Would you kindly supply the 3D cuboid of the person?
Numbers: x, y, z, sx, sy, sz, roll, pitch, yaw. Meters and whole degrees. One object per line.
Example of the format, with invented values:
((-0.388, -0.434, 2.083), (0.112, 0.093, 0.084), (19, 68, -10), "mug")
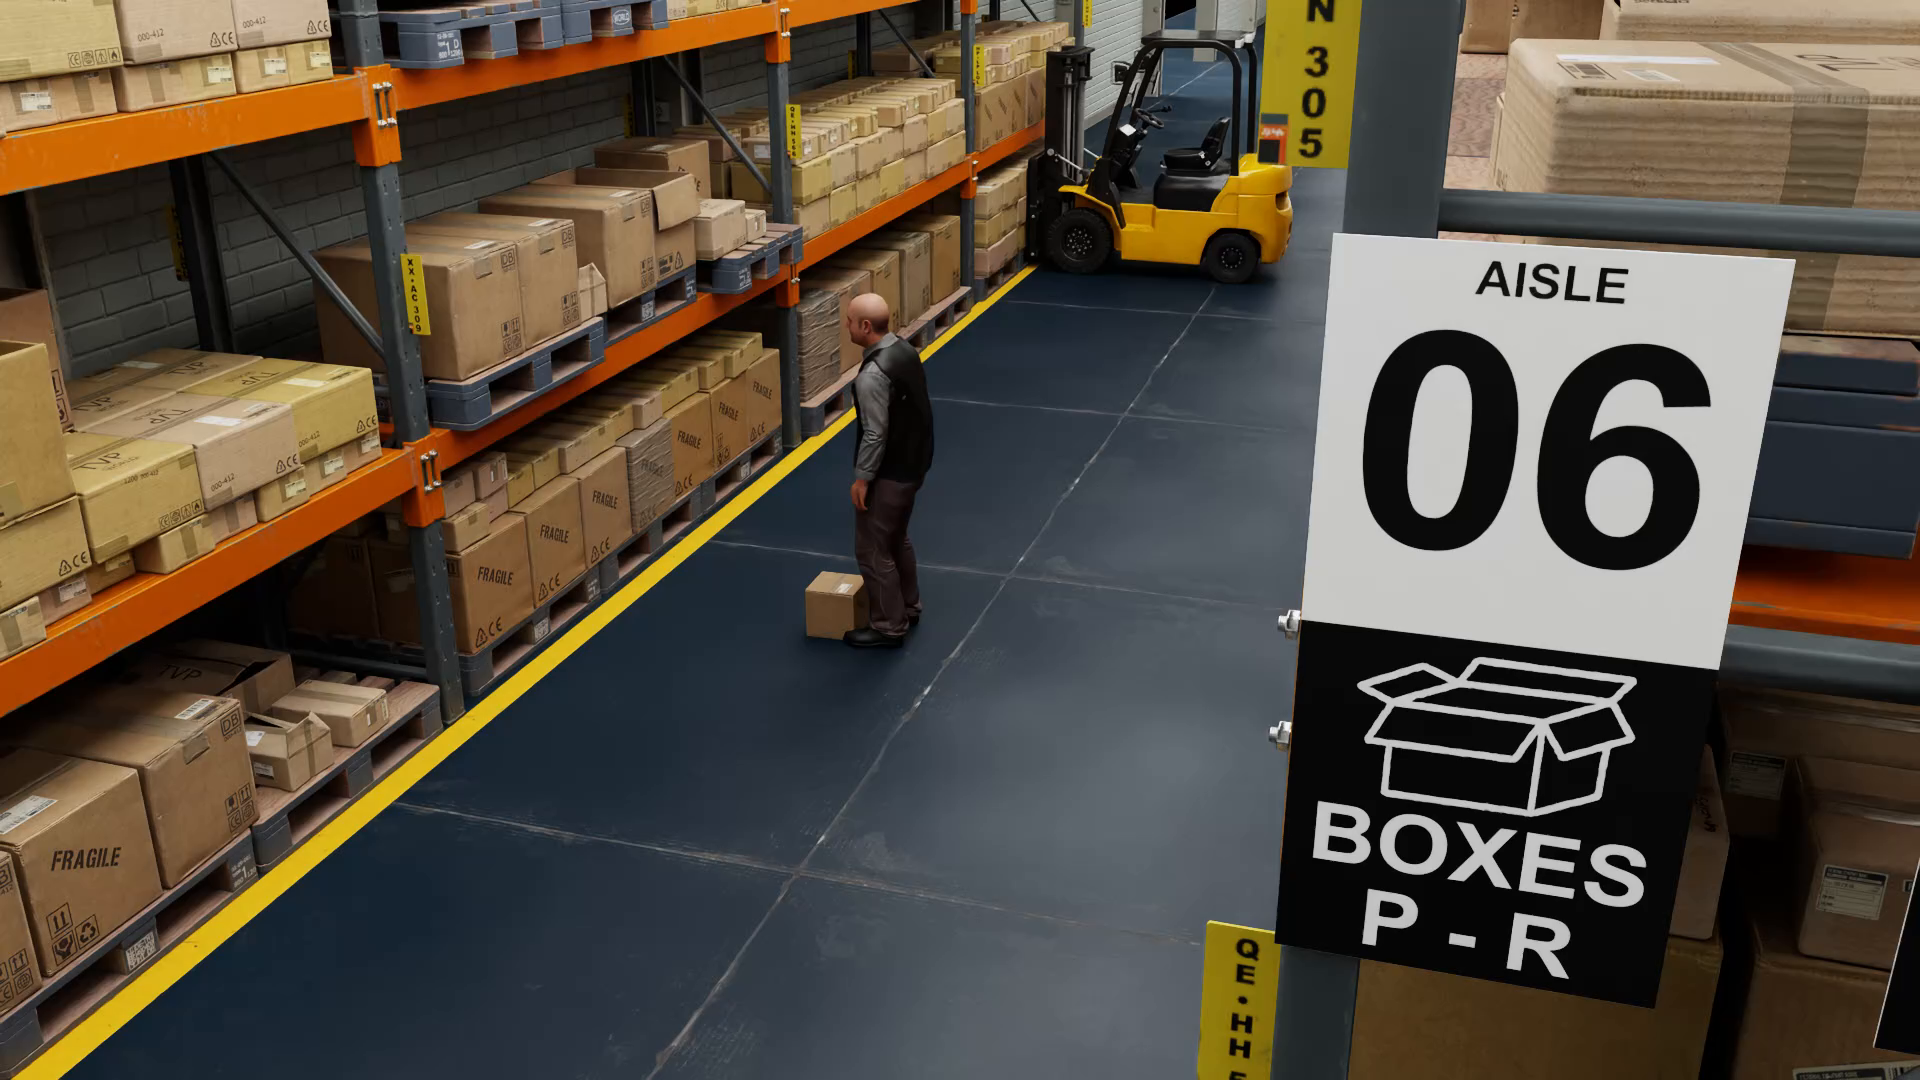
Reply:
((-0.338, -0.328, 7.939), (0.415, 1.721, 0.580), (6, 23, 16), "person")
